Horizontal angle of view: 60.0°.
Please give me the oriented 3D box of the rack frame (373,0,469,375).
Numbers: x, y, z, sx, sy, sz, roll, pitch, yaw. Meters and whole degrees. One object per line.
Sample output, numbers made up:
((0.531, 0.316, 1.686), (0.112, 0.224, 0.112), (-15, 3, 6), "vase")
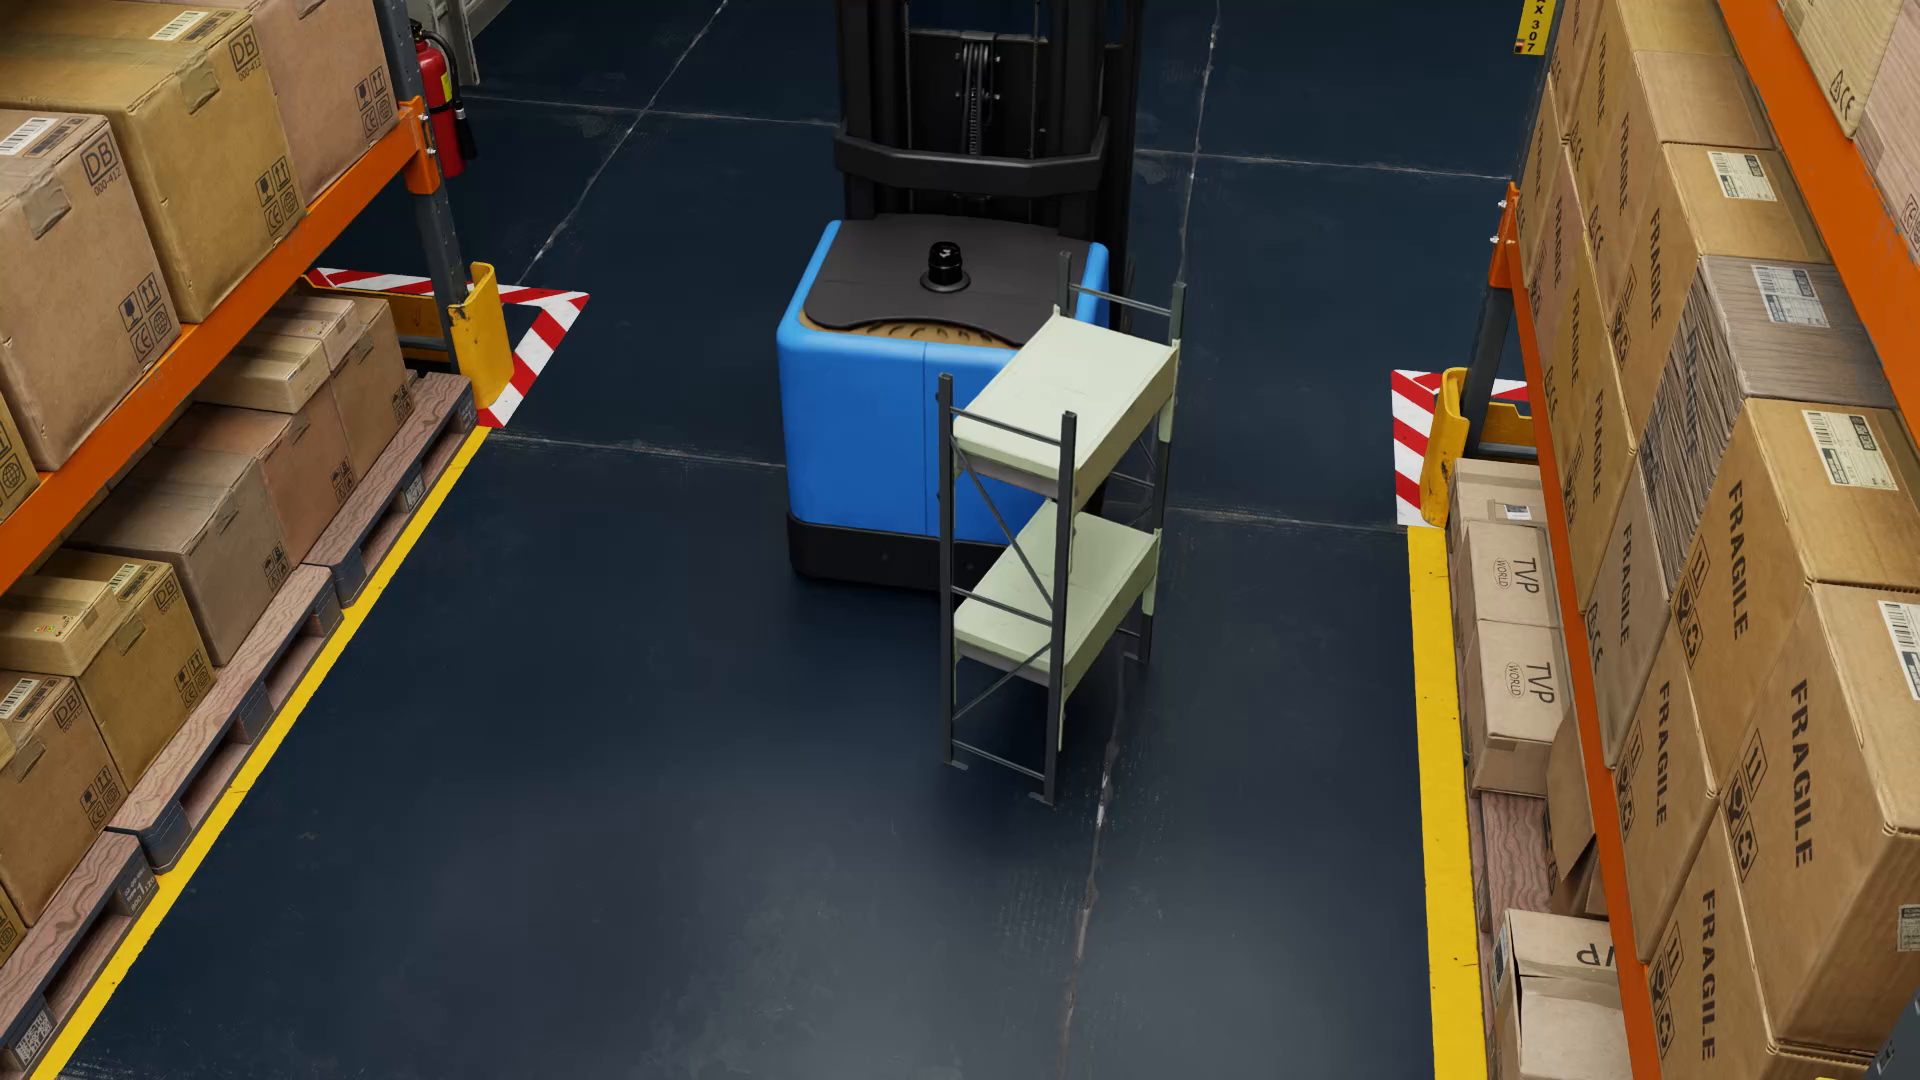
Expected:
((-2.505, -1.846, 6.128), (1.000, 3.000, 0.127), (6, 40, 8), "rack frame")

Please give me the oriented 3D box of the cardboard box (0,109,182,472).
((-2.840, -0.705, 4.513), (0.980, 0.700, 0.700), (5, 40, 6), "cardboard box")

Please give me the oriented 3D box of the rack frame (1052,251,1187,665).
((0.472, -0.213, 5.331), (0.400, 1.500, 0.023), (19, 43, 22), "rack frame")

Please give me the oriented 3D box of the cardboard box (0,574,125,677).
((-2.638, 0.236, 4.734), (0.380, 0.149, 0.250), (5, 40, 6), "cardboard box")

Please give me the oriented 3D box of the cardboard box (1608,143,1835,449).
((1.776, -0.515, 3.656), (0.500, 0.500, 0.500), (6, 40, 7), "cardboard box")

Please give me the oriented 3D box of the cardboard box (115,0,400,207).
((-2.584, -1.640, 5.644), (0.980, 0.700, 0.700), (8, 40, 10), "cardboard box")

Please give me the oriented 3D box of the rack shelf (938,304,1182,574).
((0.297, -0.309, 4.835), (0.431, 0.370, 0.720), (19, 43, 22), "rack shelf")

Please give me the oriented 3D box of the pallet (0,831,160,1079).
((-2.989, 1.271, 4.547), (1.003, 0.211, 1.213), (6, 40, 8), "pallet")

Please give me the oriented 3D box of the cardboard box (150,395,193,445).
((-2.834, -0.469, 5.586), (0.380, 0.149, 0.250), (7, 40, 8), "cardboard box")

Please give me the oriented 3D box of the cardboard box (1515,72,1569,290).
((2.038, -1.091, 5.137), (0.500, 0.500, 0.500), (7, 40, 9), "cardboard box")

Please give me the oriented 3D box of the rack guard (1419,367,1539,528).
((2.361, -0.291, 6.209), (1.175, 0.500, 0.348), (6, 40, 8), "rack guard")

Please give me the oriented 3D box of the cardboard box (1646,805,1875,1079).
((1.516, 0.828, 2.816), (0.500, 0.500, 0.500), (7, 40, 8), "cardboard box")

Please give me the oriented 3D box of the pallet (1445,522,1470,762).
((2.224, 0.321, 5.696), (1.003, 0.211, 1.213), (6, 40, 8), "pallet")

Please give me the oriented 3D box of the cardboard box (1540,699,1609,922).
((2.002, 0.822, 4.516), (0.797, 0.503, 0.637), (6, 40, 8), "cardboard box")

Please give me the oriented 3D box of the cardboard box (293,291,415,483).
((-2.528, -0.594, 6.246), (0.700, 0.500, 0.500), (6, 40, 8), "cardboard box")

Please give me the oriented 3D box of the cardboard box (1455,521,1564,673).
((1.914, 0.212, 5.452), (0.500, 0.250, 0.500), (6, 40, 8), "cardboard box")

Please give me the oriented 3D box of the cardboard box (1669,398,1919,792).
((1.600, 0.117, 2.891), (0.500, 0.500, 0.500), (6, 40, 7), "cardboard box")

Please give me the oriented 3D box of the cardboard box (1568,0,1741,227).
((1.955, -1.147, 4.420), (0.500, 0.500, 0.500), (7, 40, 8), "cardboard box")

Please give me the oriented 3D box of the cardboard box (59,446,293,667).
((-2.701, 0.036, 5.484), (0.700, 0.500, 0.500), (5, 40, 6), "cardboard box")

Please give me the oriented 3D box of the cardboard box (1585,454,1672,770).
((1.690, 0.182, 3.598), (0.500, 0.500, 0.500), (7, 40, 9), "cardboard box")

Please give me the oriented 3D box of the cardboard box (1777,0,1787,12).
((1.770, -1.165, 3.068), (0.500, 0.250, 0.500), (6, 40, 8), "cardboard box")

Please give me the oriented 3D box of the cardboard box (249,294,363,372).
((-2.371, -0.743, 5.918), (0.380, 0.149, 0.250), (6, 40, 7), "cardboard box")

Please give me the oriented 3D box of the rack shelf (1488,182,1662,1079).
((2.028, 0.231, 4.181), (1.077, 0.370, 4.000), (6, 40, 8), "rack shelf")

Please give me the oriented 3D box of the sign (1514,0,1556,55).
((1.840, -1.695, 5.267), (0.100, 0.325, 0.005), (6, 40, 8), "sign")

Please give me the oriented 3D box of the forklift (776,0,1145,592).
((0.144, -1.846, 6.183), (1.130, 2.935, 3.031), (6, 40, 8), "forklift")

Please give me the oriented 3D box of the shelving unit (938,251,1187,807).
((0.297, -0.008, 5.083), (0.431, 1.500, 0.755), (19, 43, 22), "shelving unit")

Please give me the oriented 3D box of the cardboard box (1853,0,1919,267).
((1.601, -0.537, 2.309), (0.500, 0.250, 0.500), (6, 40, 8), "cardboard box")

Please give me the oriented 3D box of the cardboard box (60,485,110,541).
((-2.921, -0.148, 5.198), (0.380, 0.149, 0.250), (7, 40, 8), "cardboard box")

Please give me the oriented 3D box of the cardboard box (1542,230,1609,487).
((1.864, -0.452, 4.364), (0.500, 0.500, 0.500), (6, 40, 8), "cardboard box")

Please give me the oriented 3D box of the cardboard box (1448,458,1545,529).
((1.963, -0.148, 5.967), (0.380, 0.149, 0.250), (6, 40, 8), "cardboard box")

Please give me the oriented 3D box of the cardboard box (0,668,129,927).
((-2.877, 0.693, 4.689), (0.700, 0.500, 0.500), (6, 40, 7), "cardboard box")

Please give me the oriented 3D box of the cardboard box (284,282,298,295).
((-2.703, -0.944, 6.161), (0.380, 0.149, 0.250), (7, 40, 8), "cardboard box")

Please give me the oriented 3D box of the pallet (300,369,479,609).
((-2.567, -0.260, 6.399), (1.003, 0.211, 1.213), (6, 40, 8), "pallet")
